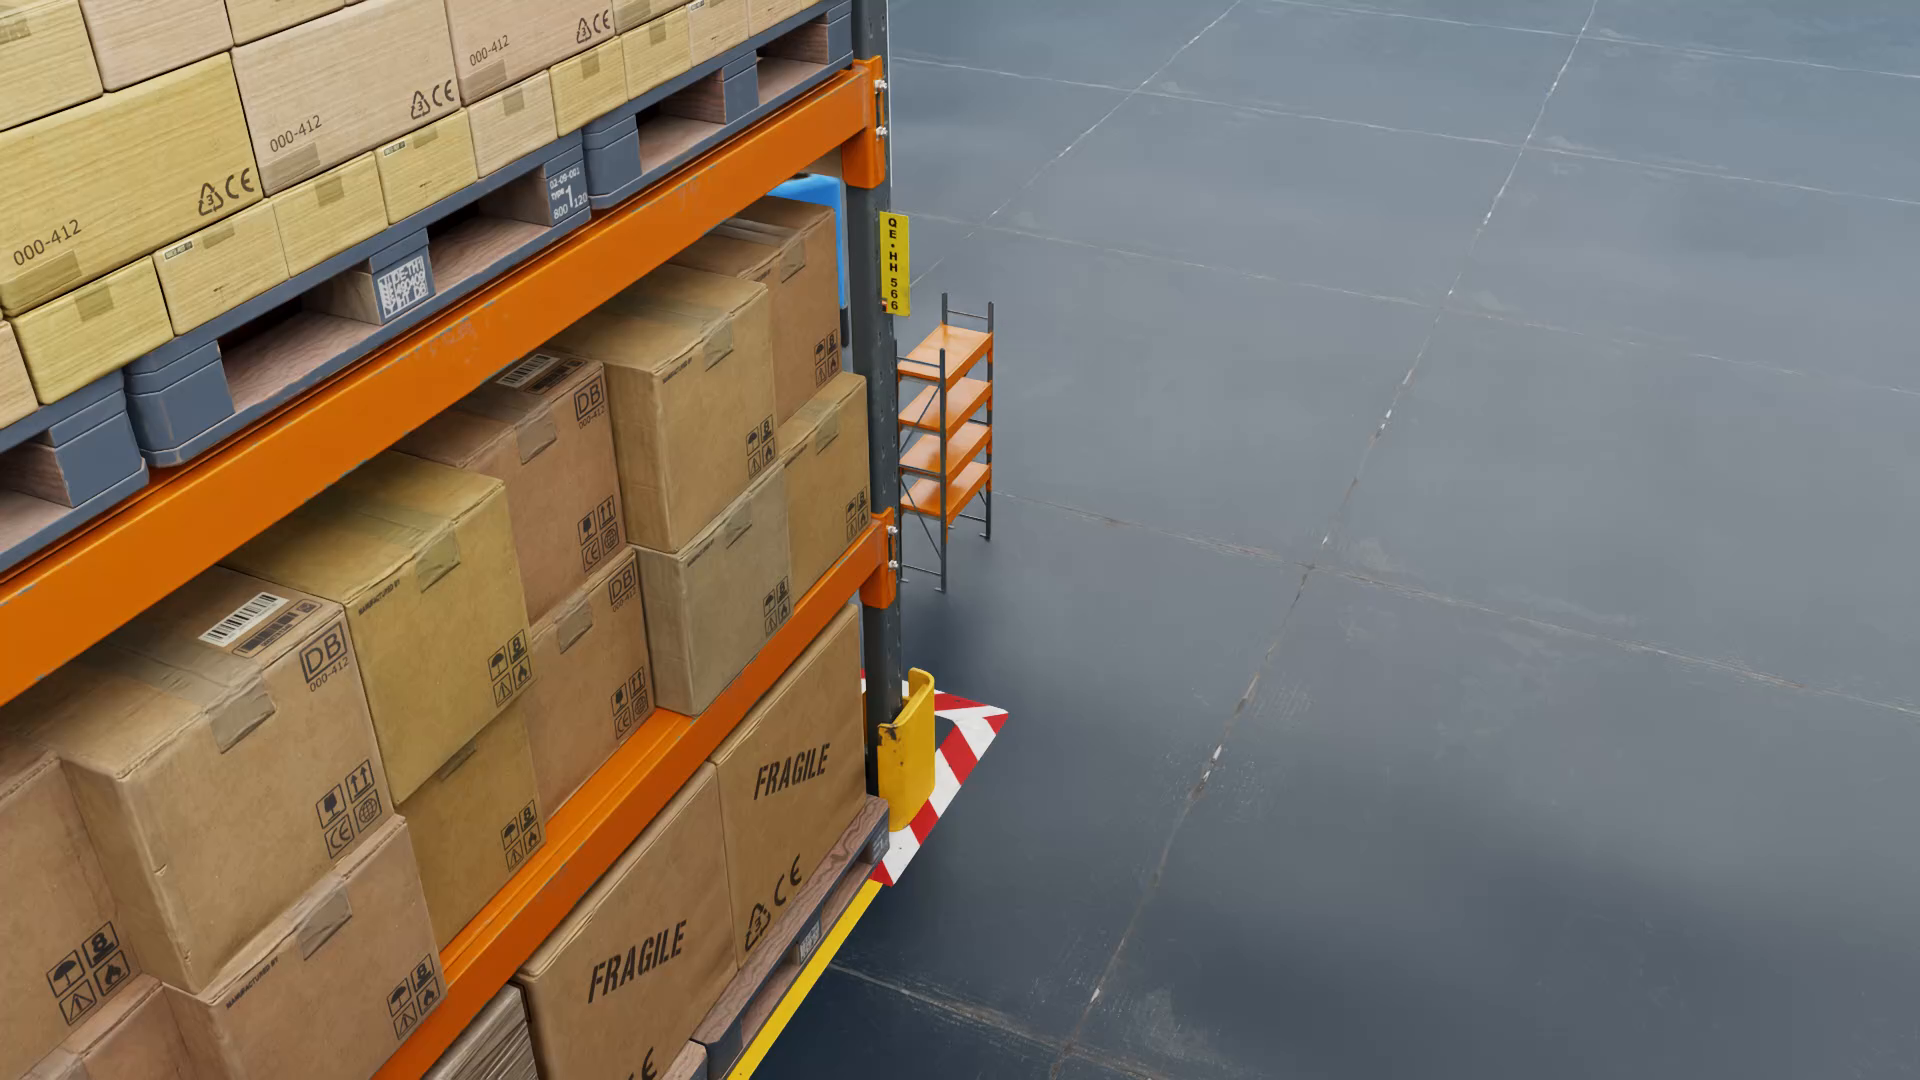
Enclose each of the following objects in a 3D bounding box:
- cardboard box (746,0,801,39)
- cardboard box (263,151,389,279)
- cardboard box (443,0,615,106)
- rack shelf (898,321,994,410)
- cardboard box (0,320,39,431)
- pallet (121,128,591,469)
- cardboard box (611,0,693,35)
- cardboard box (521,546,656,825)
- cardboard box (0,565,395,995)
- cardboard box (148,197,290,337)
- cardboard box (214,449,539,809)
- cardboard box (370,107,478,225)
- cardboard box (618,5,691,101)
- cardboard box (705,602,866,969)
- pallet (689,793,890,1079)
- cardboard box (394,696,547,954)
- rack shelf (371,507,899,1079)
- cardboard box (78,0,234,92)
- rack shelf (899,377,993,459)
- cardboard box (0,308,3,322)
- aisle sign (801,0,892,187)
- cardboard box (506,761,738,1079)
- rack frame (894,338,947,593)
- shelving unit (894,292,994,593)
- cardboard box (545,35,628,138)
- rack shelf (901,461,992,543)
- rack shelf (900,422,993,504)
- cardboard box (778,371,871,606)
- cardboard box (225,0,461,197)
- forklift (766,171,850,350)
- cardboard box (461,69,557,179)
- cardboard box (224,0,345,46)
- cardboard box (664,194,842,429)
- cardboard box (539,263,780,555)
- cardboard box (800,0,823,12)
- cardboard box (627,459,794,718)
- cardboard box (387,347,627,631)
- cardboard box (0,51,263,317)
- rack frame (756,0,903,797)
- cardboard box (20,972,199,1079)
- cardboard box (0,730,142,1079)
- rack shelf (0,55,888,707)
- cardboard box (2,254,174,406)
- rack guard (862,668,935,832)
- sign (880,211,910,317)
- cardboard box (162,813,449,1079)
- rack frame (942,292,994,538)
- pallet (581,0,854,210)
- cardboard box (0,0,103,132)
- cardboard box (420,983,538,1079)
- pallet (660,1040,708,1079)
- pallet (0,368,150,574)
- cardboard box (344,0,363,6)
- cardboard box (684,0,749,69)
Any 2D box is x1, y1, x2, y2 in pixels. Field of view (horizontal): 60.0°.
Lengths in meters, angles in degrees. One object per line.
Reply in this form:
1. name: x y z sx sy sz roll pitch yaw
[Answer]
1. cardboard box: -0.623 -1.375 4.131 0.380 0.149 0.250 14 36 21
2. cardboard box: -1.262 -0.612 2.968 0.380 0.149 0.250 15 36 21
3. cardboard box: -1.057 -1.104 3.353 0.500 0.250 0.500 14 36 20
4. rack shelf: -0.069 -0.748 7.080 0.258 0.148 0.480 14 36 20
5. cardboard box: -1.581 -0.233 2.389 0.380 0.149 0.250 14 36 20
6. pallet: -1.496 -0.612 3.294 1.003 0.211 1.213 14 36 20
7. cardboard box: -0.847 -1.353 3.734 0.500 0.250 0.500 14 36 21
8. cardboard box: -1.358 0.285 4.443 0.875 0.550 0.550 14 36 20
9. cardboard box: -1.698 0.387 3.302 0.875 0.550 0.550 14 36 20
10. cardboard box: -1.367 -0.489 2.780 0.380 0.149 0.250 14 36 21
11. cardboard box: -1.484 0.122 3.708 0.875 0.550 0.500 14 36 20
12. cardboard box: -1.155 -0.741 3.163 0.380 0.149 0.250 15 36 21
13. cardboard box: -0.836 -1.121 3.744 0.380 0.149 0.250 15 36 21
14. cardboard box: -0.909 0.689 5.518 0.875 0.875 0.875 14 36 21
15. pallet: -0.949 1.206 5.719 1.003 0.211 1.213 14 36 20
16. cardboard box: -1.542 0.558 4.026 0.875 0.550 0.500 14 36 20
17. rack shelf: -1.522 0.920 4.267 1.077 0.370 4.000 14 36 20
18. cardboard box: -1.367 -0.822 2.561 0.380 0.149 0.250 14 36 20
19. rack shelf: -0.069 -0.550 7.210 0.258 0.148 0.480 14 36 20
20. cardboard box: -1.691 -0.349 2.203 0.500 0.250 0.500 14 36 20
21. aisle sign: -0.383 -1.430 4.825 0.394 0.787 0.004 14 36 20
22. cardboard box: -1.276 1.128 4.849 0.875 0.875 0.875 14 36 20
23. rack frame: -0.171 -0.298 7.110 0.240 1.200 0.015 14 36 20
24. shelving unit: -0.069 -0.419 7.295 0.258 1.200 0.503 14 36 20
25. cardboard box: -0.943 -0.993 3.548 0.380 0.149 0.250 14 36 20
26. rack shelf: -0.069 -0.197 7.441 0.258 0.148 0.480 14 36 20
27. rack shelf: -0.069 -0.363 7.332 0.258 0.148 0.480 14 36 20
28. cardboard box: -0.800 -0.244 5.250 0.875 0.550 0.550 14 36 20
29. cardboard box: -1.269 -0.853 2.971 0.500 0.250 0.500 15 36 21
30. forklift: -1.837 -2.793 9.336 1.130 2.935 3.031 -19 38 -27
31. cardboard box: -1.049 -0.867 3.357 0.380 0.149 0.250 14 36 21
32. cardboard box: -1.262 -0.946 2.749 0.380 0.149 0.250 14 36 20
33. cardboard box: -0.876 -0.715 4.984 0.875 0.550 0.550 14 36 20
34. cardboard box: -1.022 -0.420 4.533 0.875 0.550 0.550 14 36 20
35. cardboard box: -0.517 -1.500 4.322 0.380 0.149 0.250 14 36 20
36. cardboard box: -1.010 0.035 4.825 0.875 0.550 0.550 14 36 20
37. cardboard box: -1.380 -0.172 4.156 0.875 0.550 0.550 14 36 20
38. cardboard box: -1.480 -0.600 2.586 0.500 0.250 0.500 14 36 20
39. rack frame: -0.686 -0.377 5.589 1.000 3.000 0.127 14 36 20
40. cardboard box: -2.006 1.087 3.220 0.875 0.550 0.550 14 36 20
41. cardboard box: -2.049 0.625 2.940 0.875 0.550 0.550 14 36 20
42. rack shelf: -1.522 -0.334 3.445 1.077 0.370 4.000 14 36 20
43. cardboard box: -1.474 -0.362 2.586 0.380 0.149 0.250 14 36 20
44. rack guard: -0.676 0.657 6.293 1.175 0.500 0.348 14 36 20
45. sign: -0.199 -0.829 5.006 0.100 0.325 0.005 14 36 20
46. cardboard box: -1.673 0.845 3.589 0.875 0.550 0.550 14 36 20
47. rack frame: 0.033 -0.541 7.481 0.240 1.200 0.015 14 36 20
48. pallet: -0.986 -1.222 4.224 1.003 0.211 1.213 14 36 20
49. cardboard box: -1.473 -0.696 2.369 0.380 0.149 0.250 15 36 21
50. cardboard box: -1.659 1.581 4.158 0.875 0.875 0.875 14 36 21
51. pallet: -1.461 1.811 4.796 1.003 0.211 1.213 14 36 20
52. pallet: -2.007 -0.007 2.370 1.003 0.211 1.213 14 36 20
53. cardboard box: -1.156 -1.072 2.941 0.380 0.149 0.250 14 36 21
54. cardboard box: -0.730 -1.247 3.935 0.380 0.149 0.250 15 36 21
